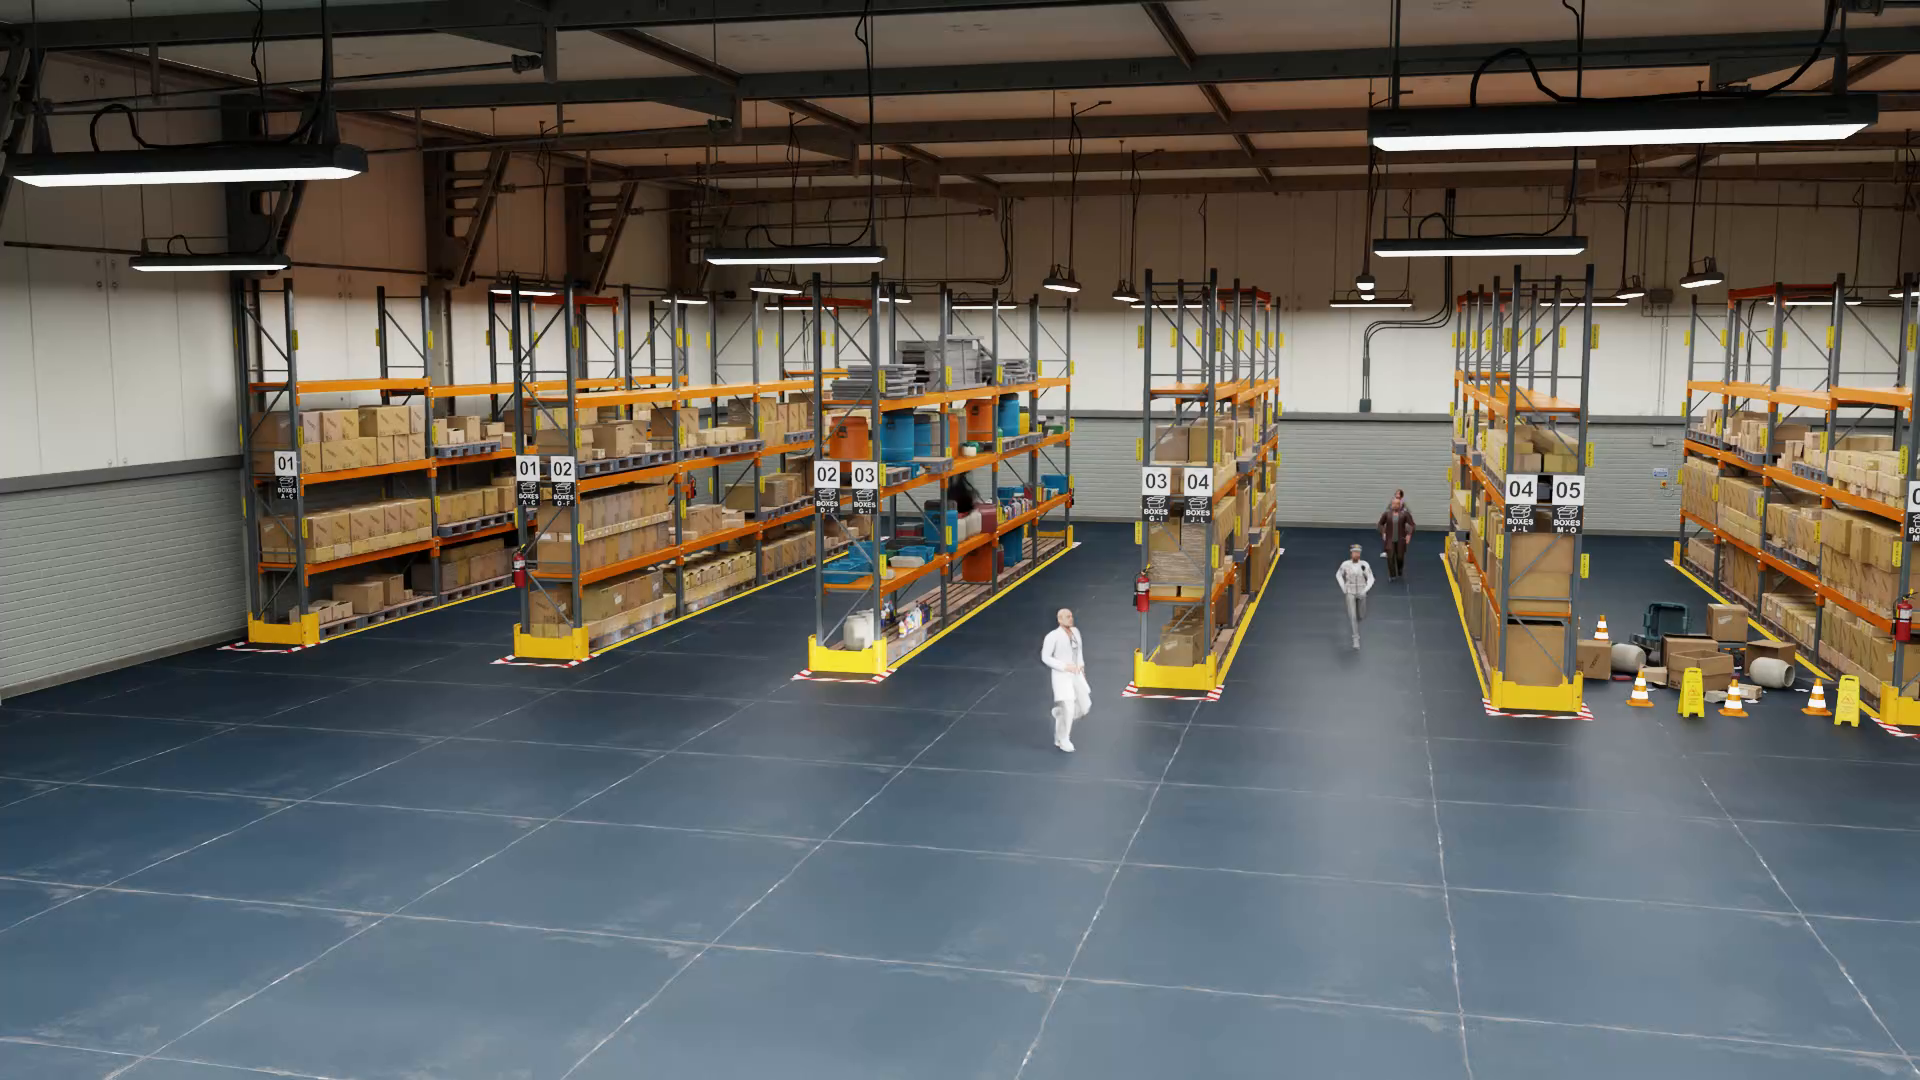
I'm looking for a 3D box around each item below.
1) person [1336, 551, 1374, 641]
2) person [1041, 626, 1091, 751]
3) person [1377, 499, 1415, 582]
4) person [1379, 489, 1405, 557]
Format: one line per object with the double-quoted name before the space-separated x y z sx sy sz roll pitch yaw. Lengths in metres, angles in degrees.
"person" 6.553 0.871 27.600 0.595 1.540 0.788 0 7 1
"person" 1.292 1.803 20.434 0.754 1.538 0.593 -6 9 -41
"person" 9.065 -0.005 34.602 0.756 1.729 0.686 2 7 18
"person" 10.109 -0.400 38.510 0.593 1.564 0.796 7 9 44
